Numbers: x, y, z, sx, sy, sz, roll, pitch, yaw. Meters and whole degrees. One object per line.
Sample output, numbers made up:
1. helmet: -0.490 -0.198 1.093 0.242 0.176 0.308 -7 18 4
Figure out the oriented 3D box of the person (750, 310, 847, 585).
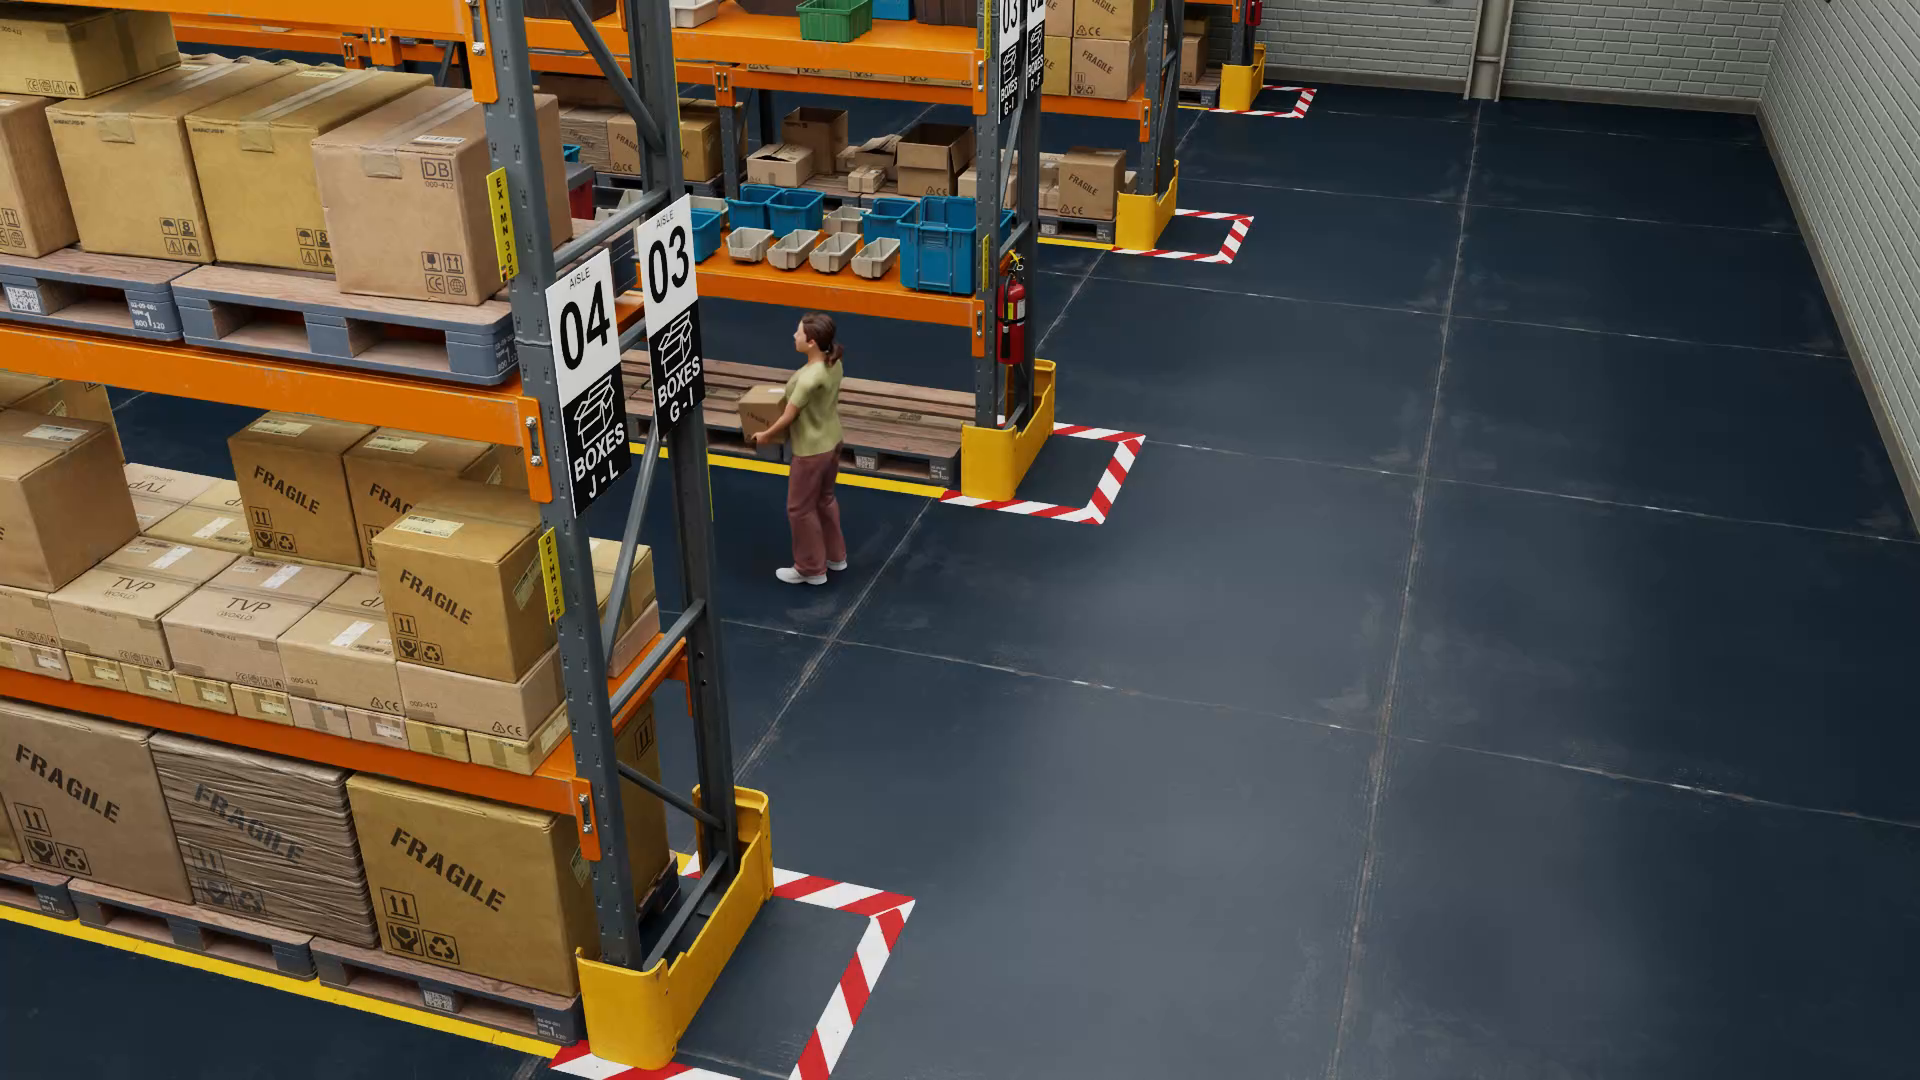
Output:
1. person: -0.888 -0.414 9.512 0.541 1.413 0.424 9 30 15
